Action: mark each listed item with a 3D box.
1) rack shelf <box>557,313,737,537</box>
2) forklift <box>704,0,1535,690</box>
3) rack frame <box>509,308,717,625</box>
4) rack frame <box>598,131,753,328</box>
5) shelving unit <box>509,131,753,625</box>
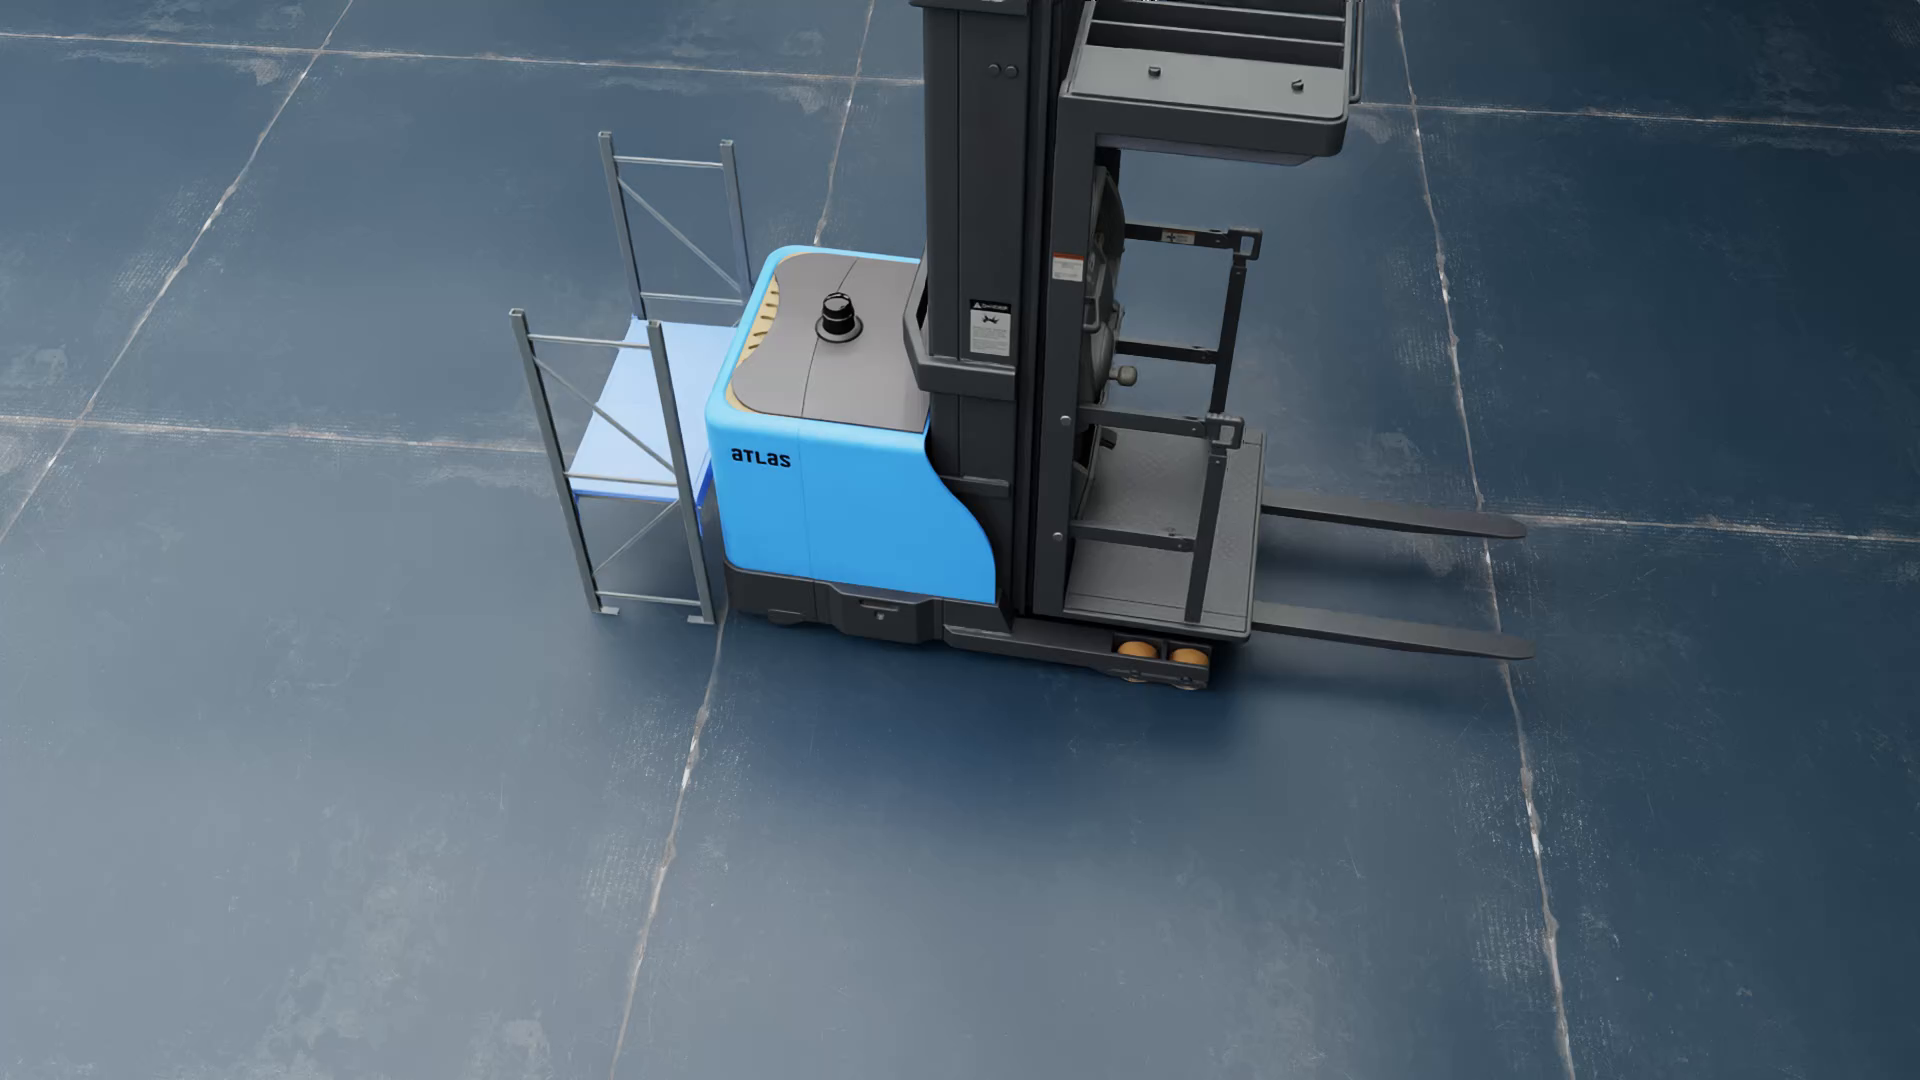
[{"bbox_3d":[-1.131,-0.462,6.395,0.538,0.185,1.000,5,48,6],"label":"rack shelf"},{"bbox_3d":[0.666,-0.855,5.546,3.031,2.935,1.130,8,48,7],"label":"forklift"},{"bbox_3d":[-1.203,-0.212,5.923,0.500,1.500,0.032,5,48,6],"label":"rack frame"},{"bbox_3d":[-1.063,-0.955,6.603,0.500,1.500,0.032,5,48,6],"label":"rack frame"},{"bbox_3d":[-1.133,-0.583,6.263,0.538,1.500,1.048,5,48,6],"label":"shelving unit"}]
